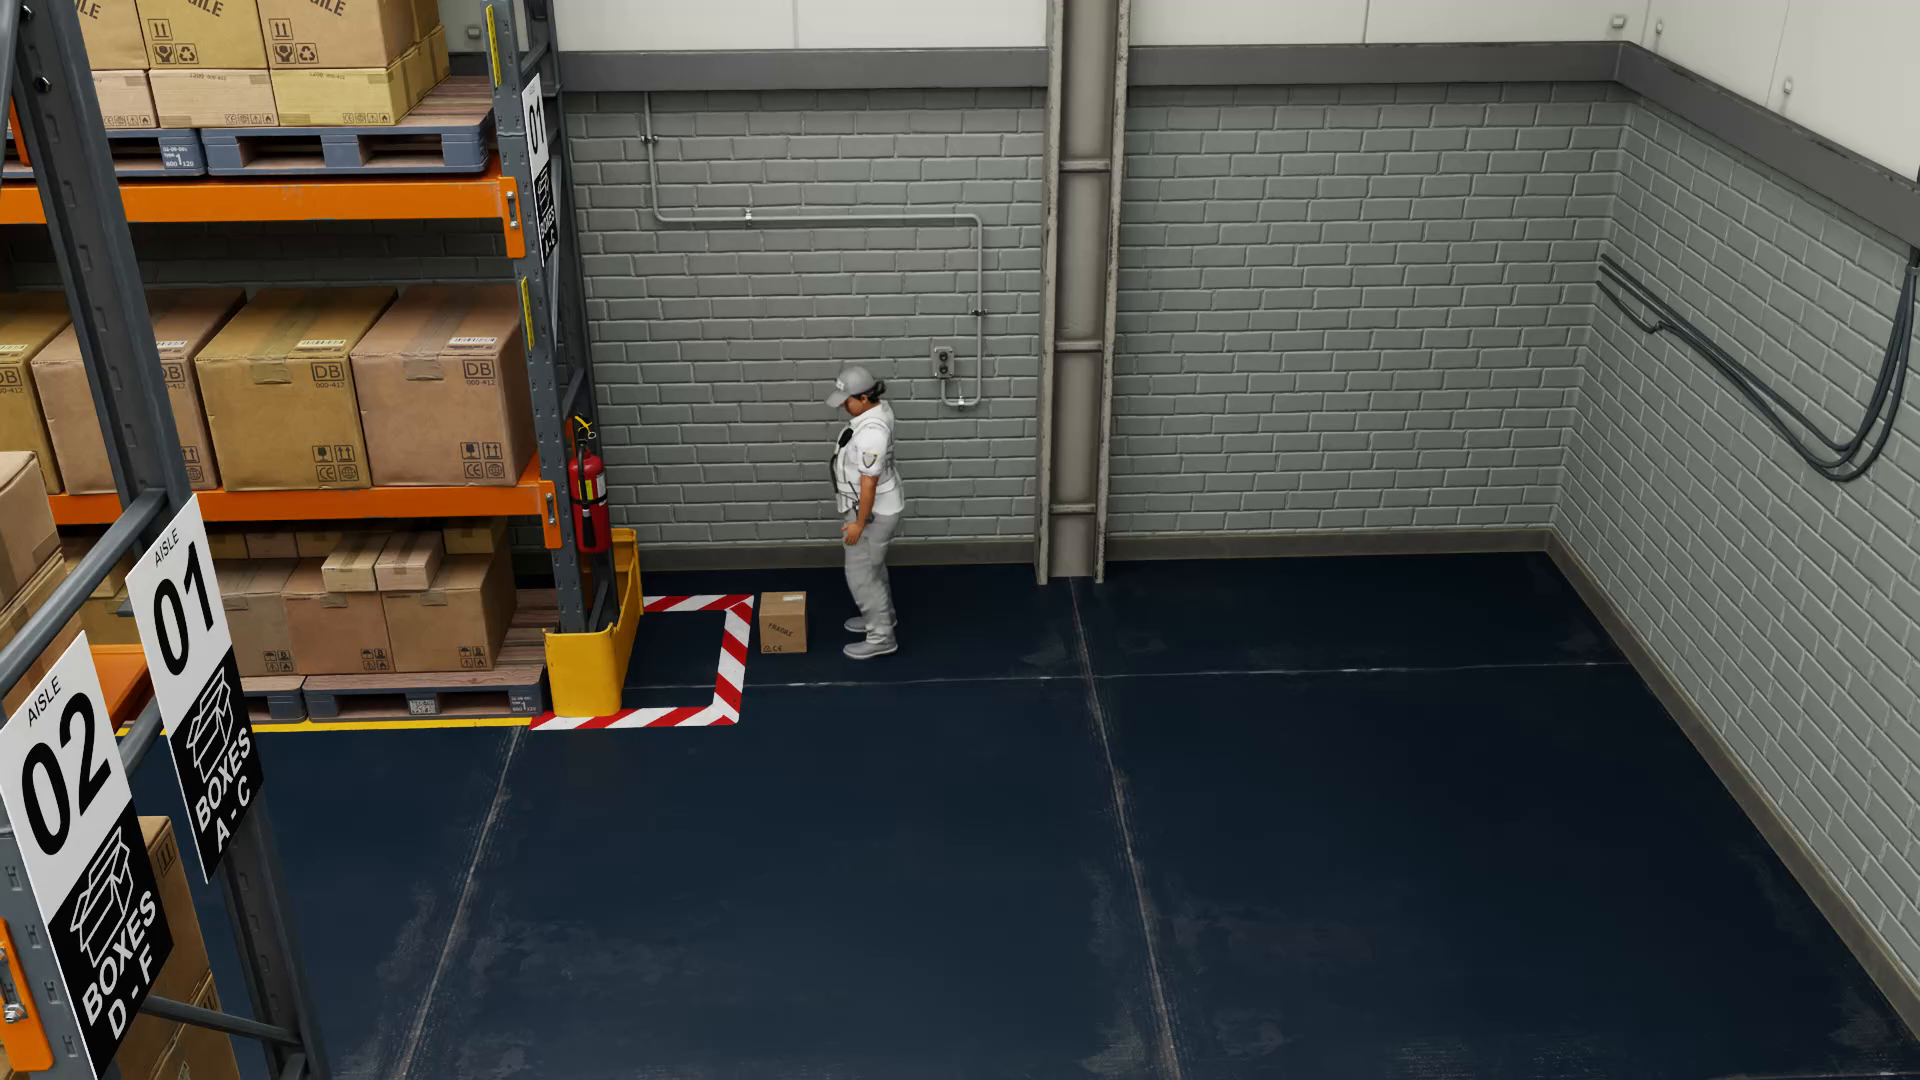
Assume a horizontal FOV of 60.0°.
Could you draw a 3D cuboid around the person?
[{"bbox_3d":[-0.498,-0.154,8.937,0.402,1.650,0.476,-1,28,-2],"label":"person"}]
